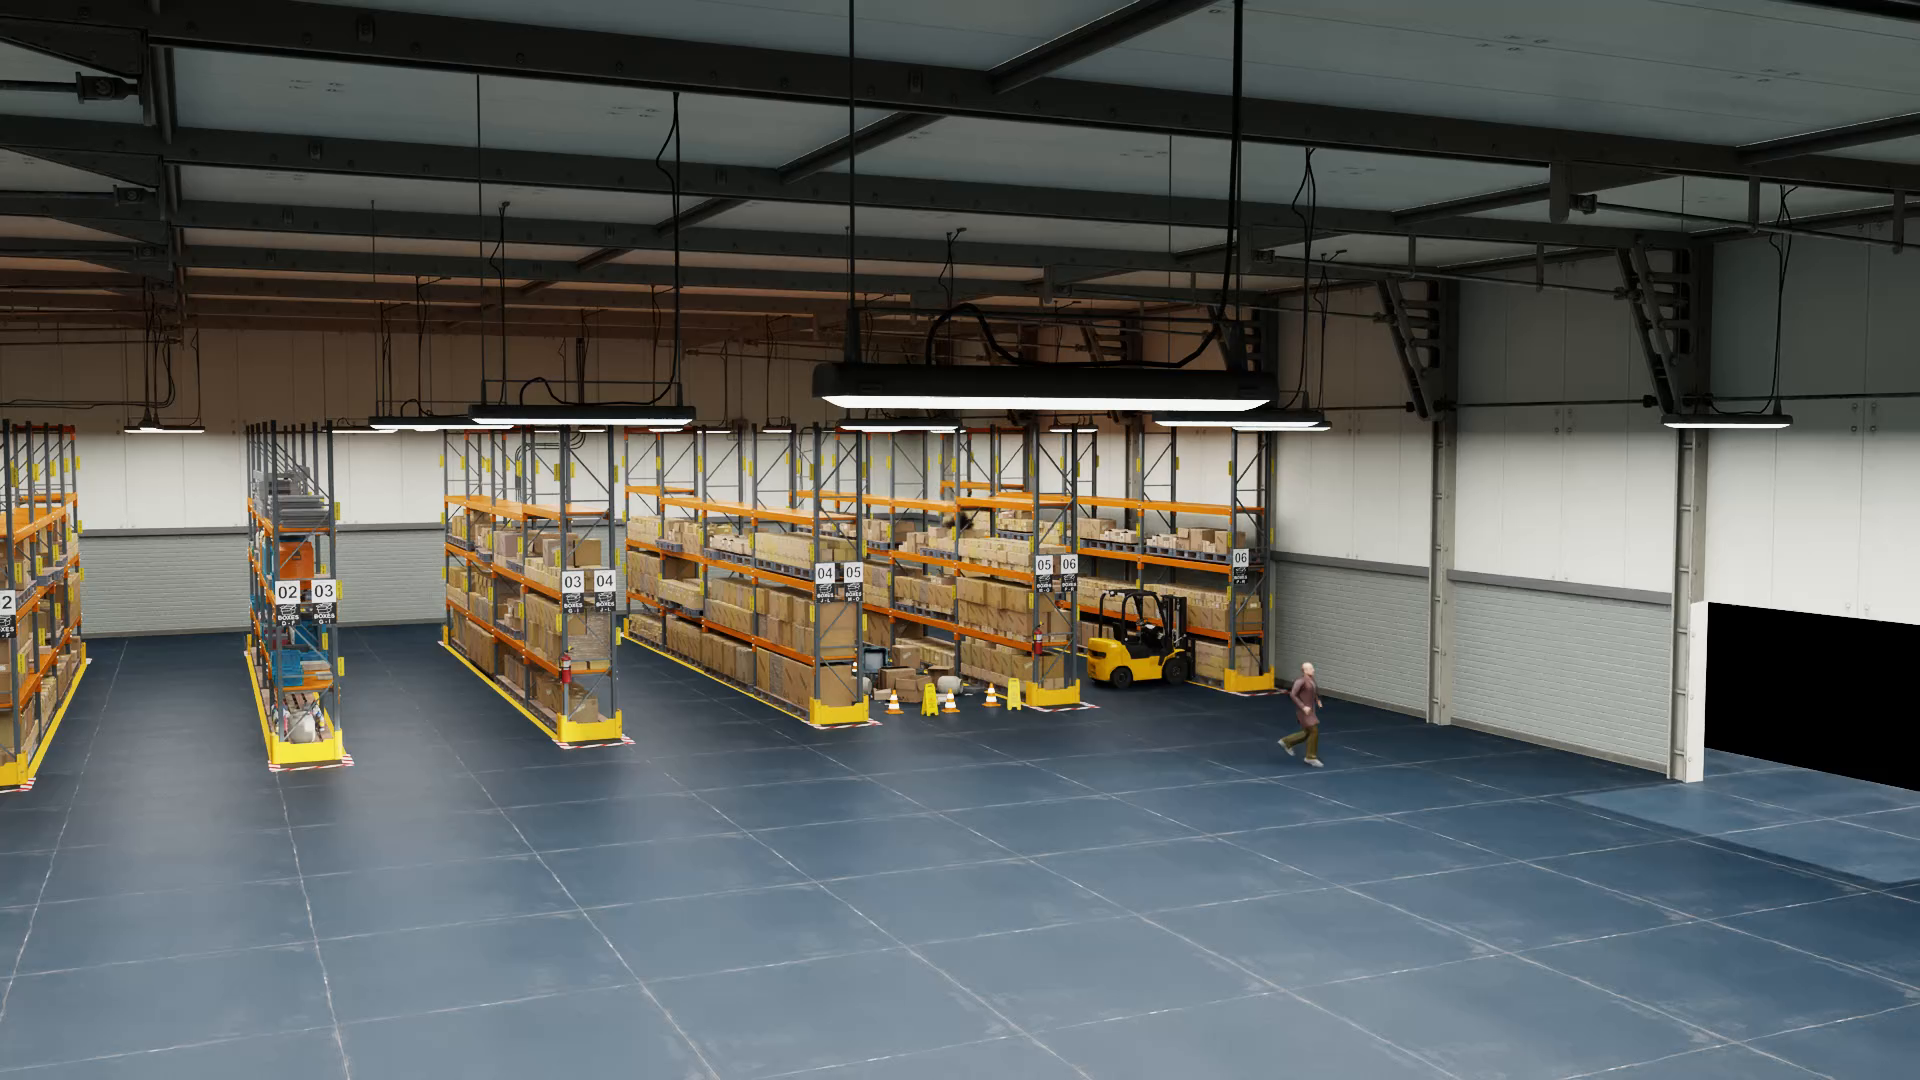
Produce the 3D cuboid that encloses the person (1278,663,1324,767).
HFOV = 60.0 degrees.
[{"bbox_3d":[5.979,3.031,29.057,0.854,1.806,0.733,2,4,33],"label":"person"}]

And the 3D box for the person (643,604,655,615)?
[{"bbox_3d":[-9.188,1.801,49.171,0.833,1.677,0.605,1,4,13],"label":"person"}]
